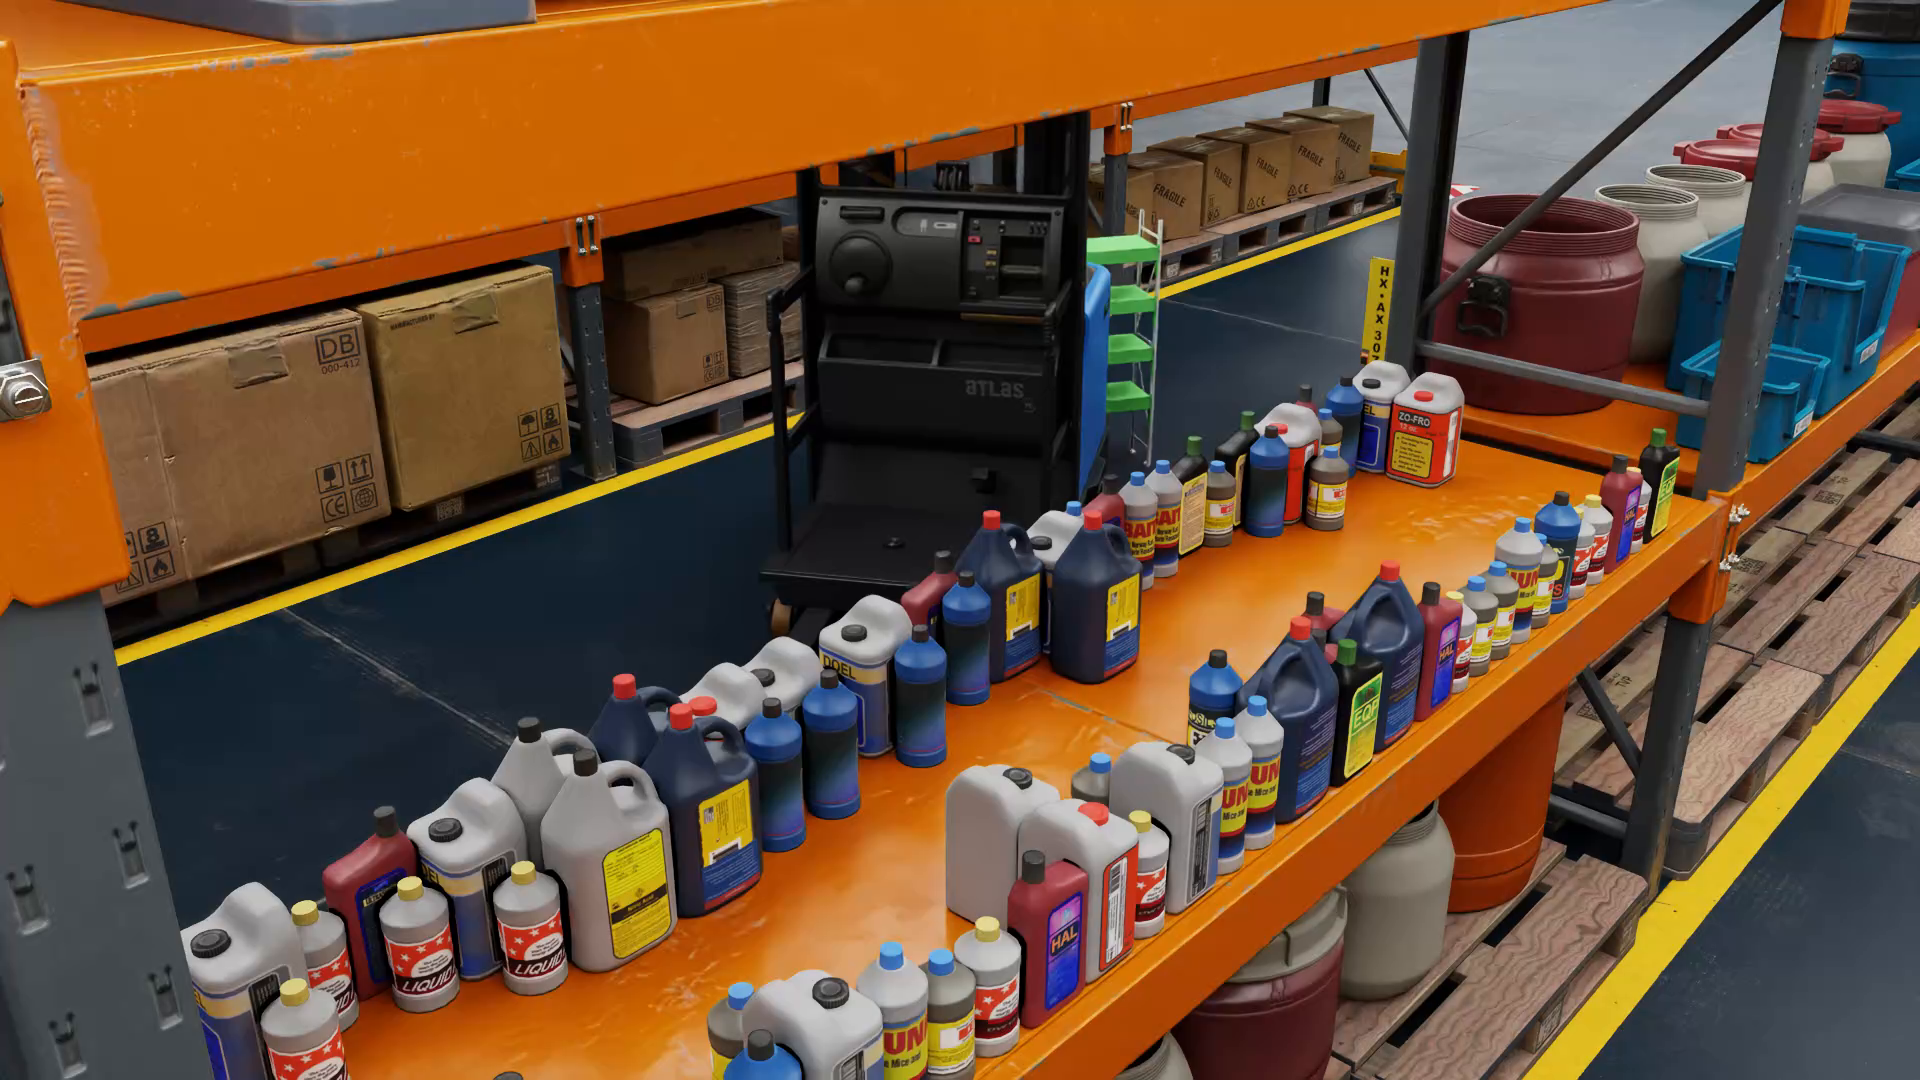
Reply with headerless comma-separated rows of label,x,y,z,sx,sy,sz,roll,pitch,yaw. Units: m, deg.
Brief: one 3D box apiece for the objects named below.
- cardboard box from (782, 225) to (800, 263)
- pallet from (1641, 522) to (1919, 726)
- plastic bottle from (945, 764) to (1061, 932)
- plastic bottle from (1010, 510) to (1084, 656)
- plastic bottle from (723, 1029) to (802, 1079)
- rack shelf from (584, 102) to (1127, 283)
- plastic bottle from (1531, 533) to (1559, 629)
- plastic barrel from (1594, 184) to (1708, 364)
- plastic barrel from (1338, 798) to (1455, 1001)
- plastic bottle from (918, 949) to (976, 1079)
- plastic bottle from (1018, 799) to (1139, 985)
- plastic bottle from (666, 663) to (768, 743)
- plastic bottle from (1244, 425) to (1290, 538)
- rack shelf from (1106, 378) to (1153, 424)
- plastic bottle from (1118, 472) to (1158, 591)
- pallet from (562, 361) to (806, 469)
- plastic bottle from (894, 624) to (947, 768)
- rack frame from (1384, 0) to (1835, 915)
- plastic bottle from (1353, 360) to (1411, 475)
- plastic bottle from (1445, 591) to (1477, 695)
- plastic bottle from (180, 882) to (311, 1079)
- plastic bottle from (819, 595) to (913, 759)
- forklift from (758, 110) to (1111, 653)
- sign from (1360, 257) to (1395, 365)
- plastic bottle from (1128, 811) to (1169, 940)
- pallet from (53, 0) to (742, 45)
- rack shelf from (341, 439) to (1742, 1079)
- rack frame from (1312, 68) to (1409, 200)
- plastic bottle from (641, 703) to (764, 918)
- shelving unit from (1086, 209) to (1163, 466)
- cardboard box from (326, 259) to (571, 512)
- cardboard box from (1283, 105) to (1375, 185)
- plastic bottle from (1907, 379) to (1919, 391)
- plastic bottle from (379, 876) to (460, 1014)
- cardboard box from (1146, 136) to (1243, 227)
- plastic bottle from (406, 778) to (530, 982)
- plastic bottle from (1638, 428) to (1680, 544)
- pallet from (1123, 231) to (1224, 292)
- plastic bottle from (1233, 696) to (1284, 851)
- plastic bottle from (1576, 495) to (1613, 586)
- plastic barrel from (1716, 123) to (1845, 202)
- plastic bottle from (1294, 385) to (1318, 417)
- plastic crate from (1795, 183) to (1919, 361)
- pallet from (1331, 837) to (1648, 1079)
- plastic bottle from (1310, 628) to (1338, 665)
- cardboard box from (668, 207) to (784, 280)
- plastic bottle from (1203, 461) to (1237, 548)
cardboard box,-0.878,-1.406,9.236,0.500,0.500,0.700,-21,32,-39
pallet,3.004,0.241,6.455,1.003,0.211,1.213,20,31,38
plastic bottle,0.072,0.478,2.668,0.152,0.276,0.135,20,31,38
plastic bottle,0.189,0.086,3.542,0.152,0.276,0.135,20,31,38
plastic bottle,-0.246,0.736,2.101,0.097,0.271,0.097,0,24,0
rack shelf,-0.710,-2.070,9.079,1.077,0.370,4.000,20,31,38
plastic bottle,1.252,0.084,3.640,0.097,0.201,0.097,0,24,0
plastic barrel,2.172,-0.859,5.363,0.421,0.512,0.421,0,24,0
plastic barrel,1.020,0.857,4.199,0.421,0.512,0.421,0,24,0
plastic bottle,-0.026,0.667,2.339,0.097,0.201,0.097,0,24,0
plastic bottle,0.185,0.520,2.576,0.152,0.276,0.135,20,31,38
plastic bottle,-0.423,0.366,2.920,0.152,0.276,0.135,20,31,38
plastic bottle,0.753,-0.149,4.072,0.097,0.271,0.097,0,24,0
rack shelf,0.648,-0.644,7.962,0.480,0.148,0.258,-7,25,-16
plastic bottle,0.400,-0.025,3.796,0.097,0.271,0.097,0,24,0
pallet,-1.522,-0.754,8.674,1.003,0.211,1.213,20,31,38
plastic bottle,-0.073,0.285,3.106,0.097,0.271,0.097,0,24,0
rack frame,1.644,-0.436,4.557,1.000,3.000,0.127,20,31,38
plastic bottle,1.115,-0.336,4.485,0.152,0.276,0.135,20,31,38
plastic bottle,0.992,0.202,3.375,0.097,0.201,0.097,0,24,0
plastic bottle,-1.003,0.631,2.329,0.152,0.276,0.135,20,31,38
plastic bottle,-0.178,0.254,3.169,0.152,0.276,0.135,20,31,38
forklift,-0.121,-1.039,5.984,1.130,2.935,3.031,5,25,11
sign,1.230,-0.659,4.853,0.100,0.325,0.005,20,31,38
plastic bottle,0.283,0.526,2.653,0.097,0.201,0.097,0,24,0
pallet,-0.575,-0.766,1.856,1.213,0.211,1.003,20,31,38
rack shelf,0.309,0.501,3.345,1.077,0.370,4.000,20,31,38
rack frame,3.295,-4.226,13.009,1.000,3.000,0.127,20,31,38
plastic bottle,-0.425,0.419,2.710,0.144,0.351,0.185,20,31,38
shelving unit,0.648,-0.921,7.837,0.503,1.200,0.258,-7,25,-16
cardboard box,-2.521,-0.806,7.465,1.225,0.875,0.875,18,30,35
cardboard box,2.866,-3.091,13.020,0.500,0.500,0.500,-17,29,-34
plastic bottle,4.784,-0.913,8.412,0.152,0.276,0.135,20,31,38
plastic bottle,-0.812,0.598,2.493,0.097,0.201,0.097,0,24,0
cardboard box,1.654,-2.556,11.827,0.500,0.500,0.500,17,29,33
plastic bottle,-0.759,0.519,2.577,0.152,0.276,0.135,20,31,38
plastic bottle,1.692,-0.143,4.046,0.061,0.283,0.133,20,31,38
pallet,1.047,-1.949,11.339,1.003,0.211,1.213,20,31,38
plastic bottle,0.503,0.394,2.862,0.097,0.271,0.097,0,24,0
plastic bottle,1.447,-0.005,3.838,0.097,0.201,0.097,0,24,0
plastic barrel,3.022,-1.262,6.232,0.433,0.535,0.433,0,24,0
plastic bottle,0.861,-0.252,4.288,0.061,0.283,0.133,20,31,38
plastic crate,2.950,-0.874,5.455,0.402,0.464,0.583,20,31,38
pallet,1.149,1.088,4.566,1.003,0.211,1.213,20,31,38
plastic bottle,0.671,0.285,3.090,0.061,0.283,0.133,20,31,38
cardboard box,-1.273,-1.568,8.681,0.500,0.250,0.500,-20,31,-37
plastic bottle,0.619,-0.093,4.033,0.097,0.201,0.097,0,24,0
